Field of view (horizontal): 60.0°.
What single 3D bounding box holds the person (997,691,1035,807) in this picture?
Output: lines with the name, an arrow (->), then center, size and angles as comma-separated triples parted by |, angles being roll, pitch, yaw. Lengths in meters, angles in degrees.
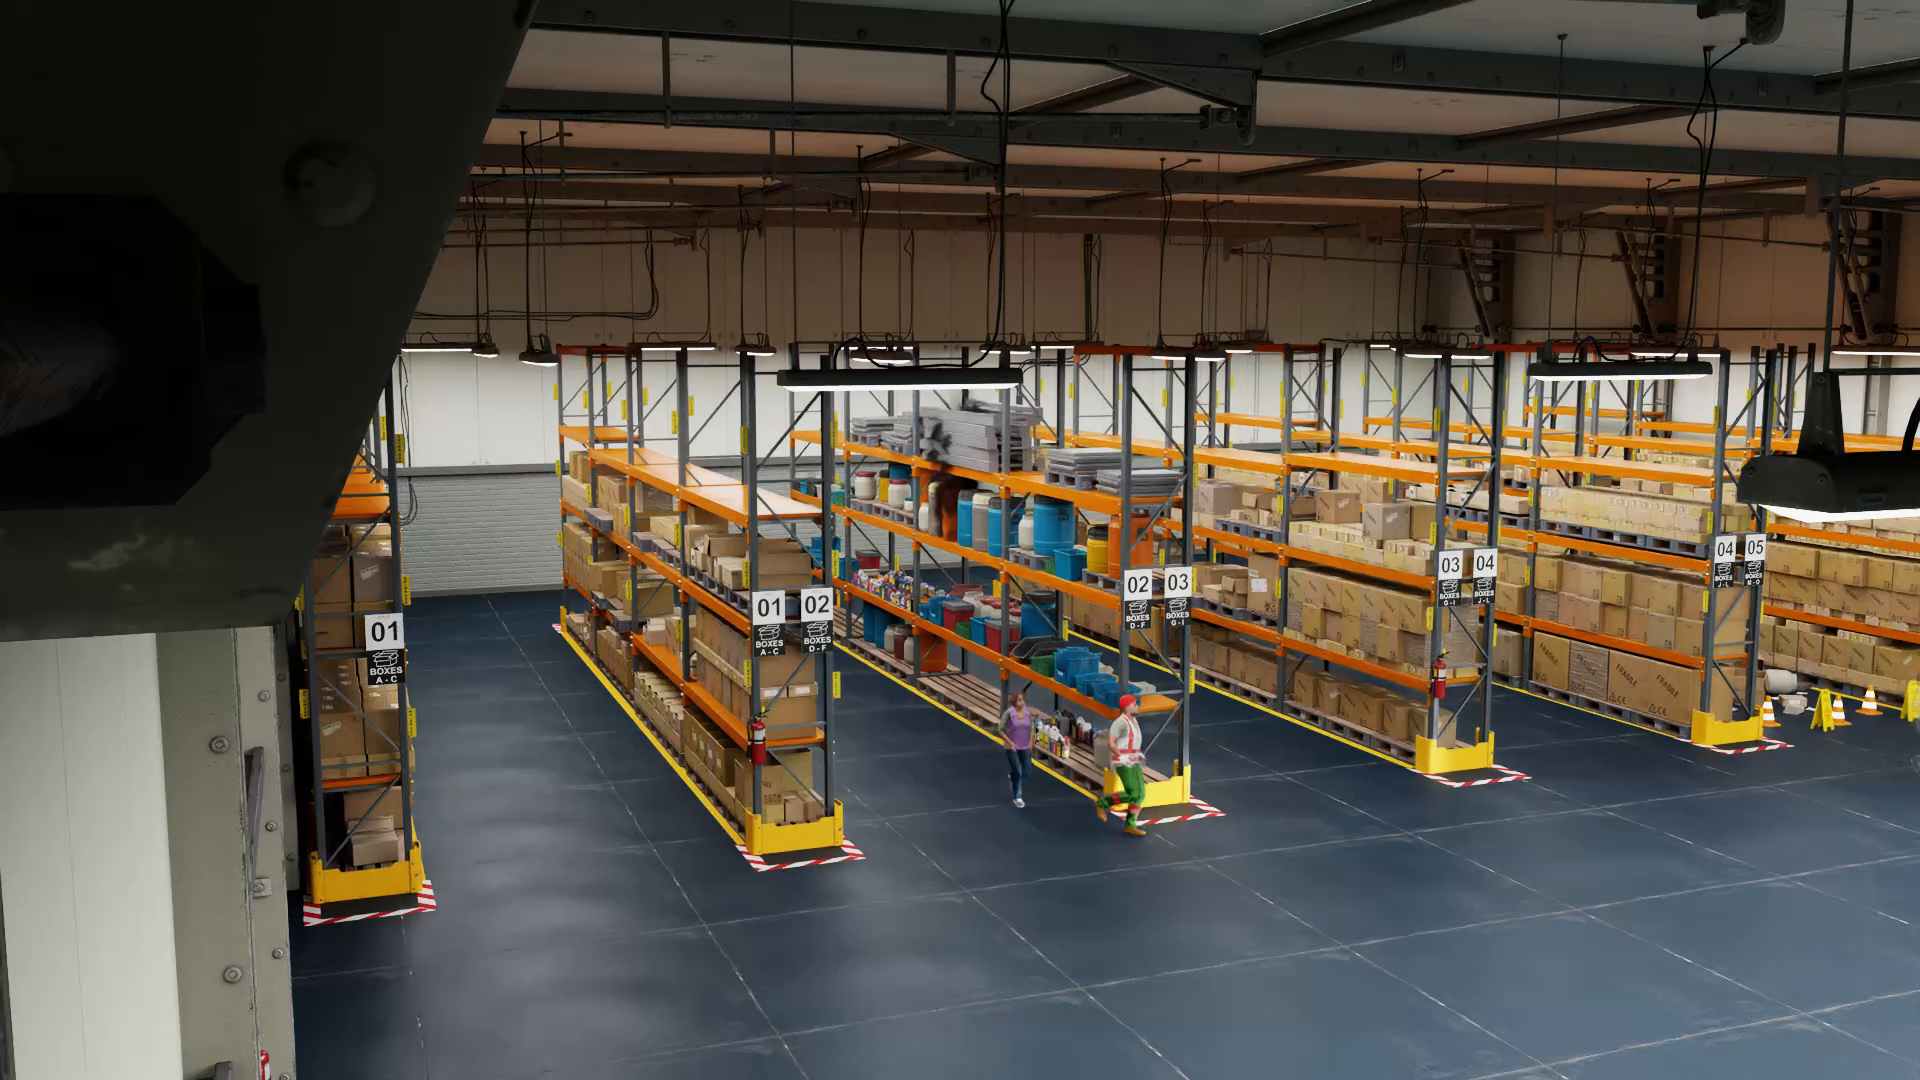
person -> 0.747, 2.766, 22.181 | 0.553, 1.560, 0.570 | -3, 8, -23

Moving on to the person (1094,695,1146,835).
person -> 2.115, 2.813, 21.051 | 0.701, 1.716, 0.705 | 4, 8, 27
